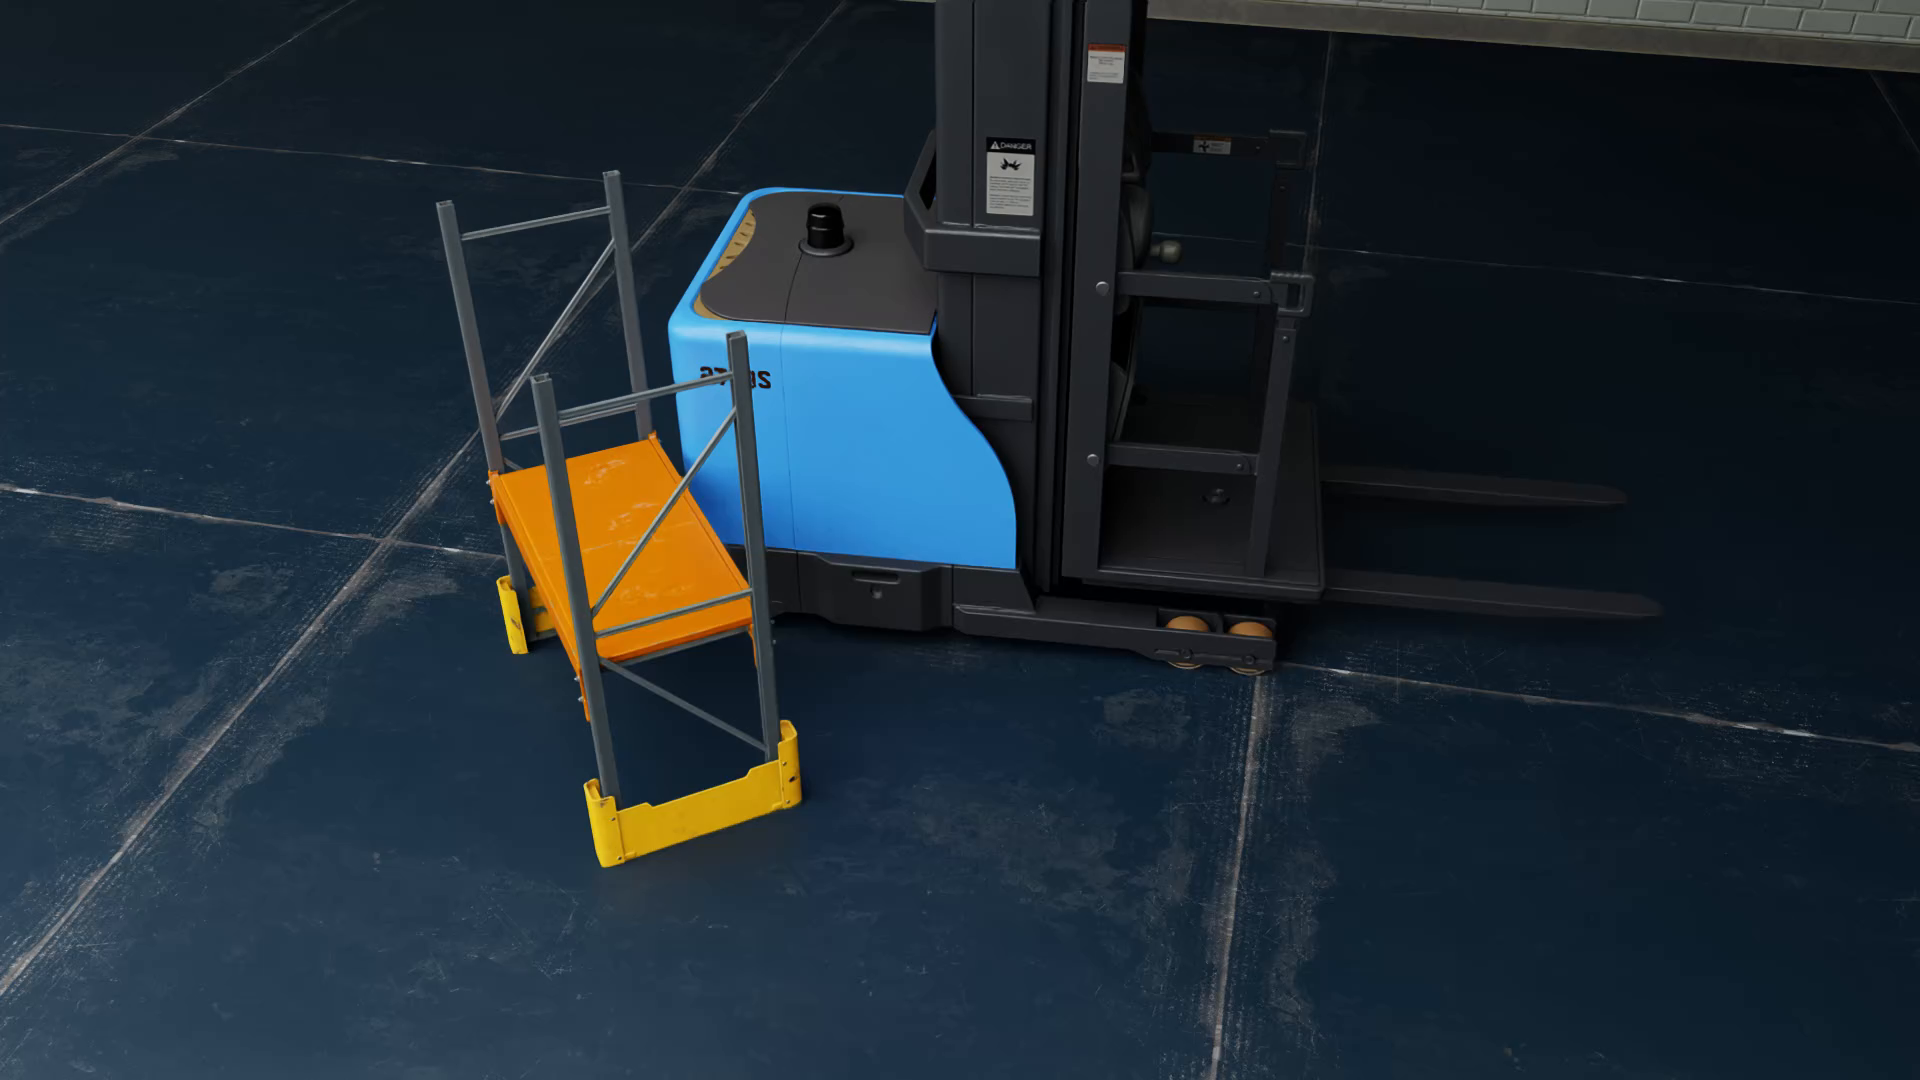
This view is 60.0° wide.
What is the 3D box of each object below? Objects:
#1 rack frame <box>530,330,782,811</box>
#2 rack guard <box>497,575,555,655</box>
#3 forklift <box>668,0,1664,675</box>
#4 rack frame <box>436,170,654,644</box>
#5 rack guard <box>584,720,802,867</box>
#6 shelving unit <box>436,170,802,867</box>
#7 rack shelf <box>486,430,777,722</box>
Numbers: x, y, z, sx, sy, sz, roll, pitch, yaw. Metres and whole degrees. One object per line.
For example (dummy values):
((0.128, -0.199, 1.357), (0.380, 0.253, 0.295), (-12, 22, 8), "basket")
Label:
((-0.724, 0.190, 4.210), (0.500, 1.500, 0.032), (-16, 39, -21), "rack frame")
((-1.159, 0.169, 5.304), (0.587, 0.250, 0.087), (-16, 39, -21), "rack guard")
((0.693, -1.102, 4.773), (3.031, 2.935, 1.130), (5, 36, 7), "forklift")
((-1.167, -0.347, 4.951), (0.500, 1.500, 0.032), (-16, 39, -21), "rack frame")
((-0.725, 0.695, 4.578), (0.587, 0.250, 0.087), (-16, 39, -21), "rack guard")
((-0.942, -0.074, 4.574), (0.587, 1.500, 1.083), (-16, 39, -21), "shelving unit")
((-0.946, 0.067, 4.686), (0.538, 0.185, 1.000), (-16, 39, -21), "rack shelf")
